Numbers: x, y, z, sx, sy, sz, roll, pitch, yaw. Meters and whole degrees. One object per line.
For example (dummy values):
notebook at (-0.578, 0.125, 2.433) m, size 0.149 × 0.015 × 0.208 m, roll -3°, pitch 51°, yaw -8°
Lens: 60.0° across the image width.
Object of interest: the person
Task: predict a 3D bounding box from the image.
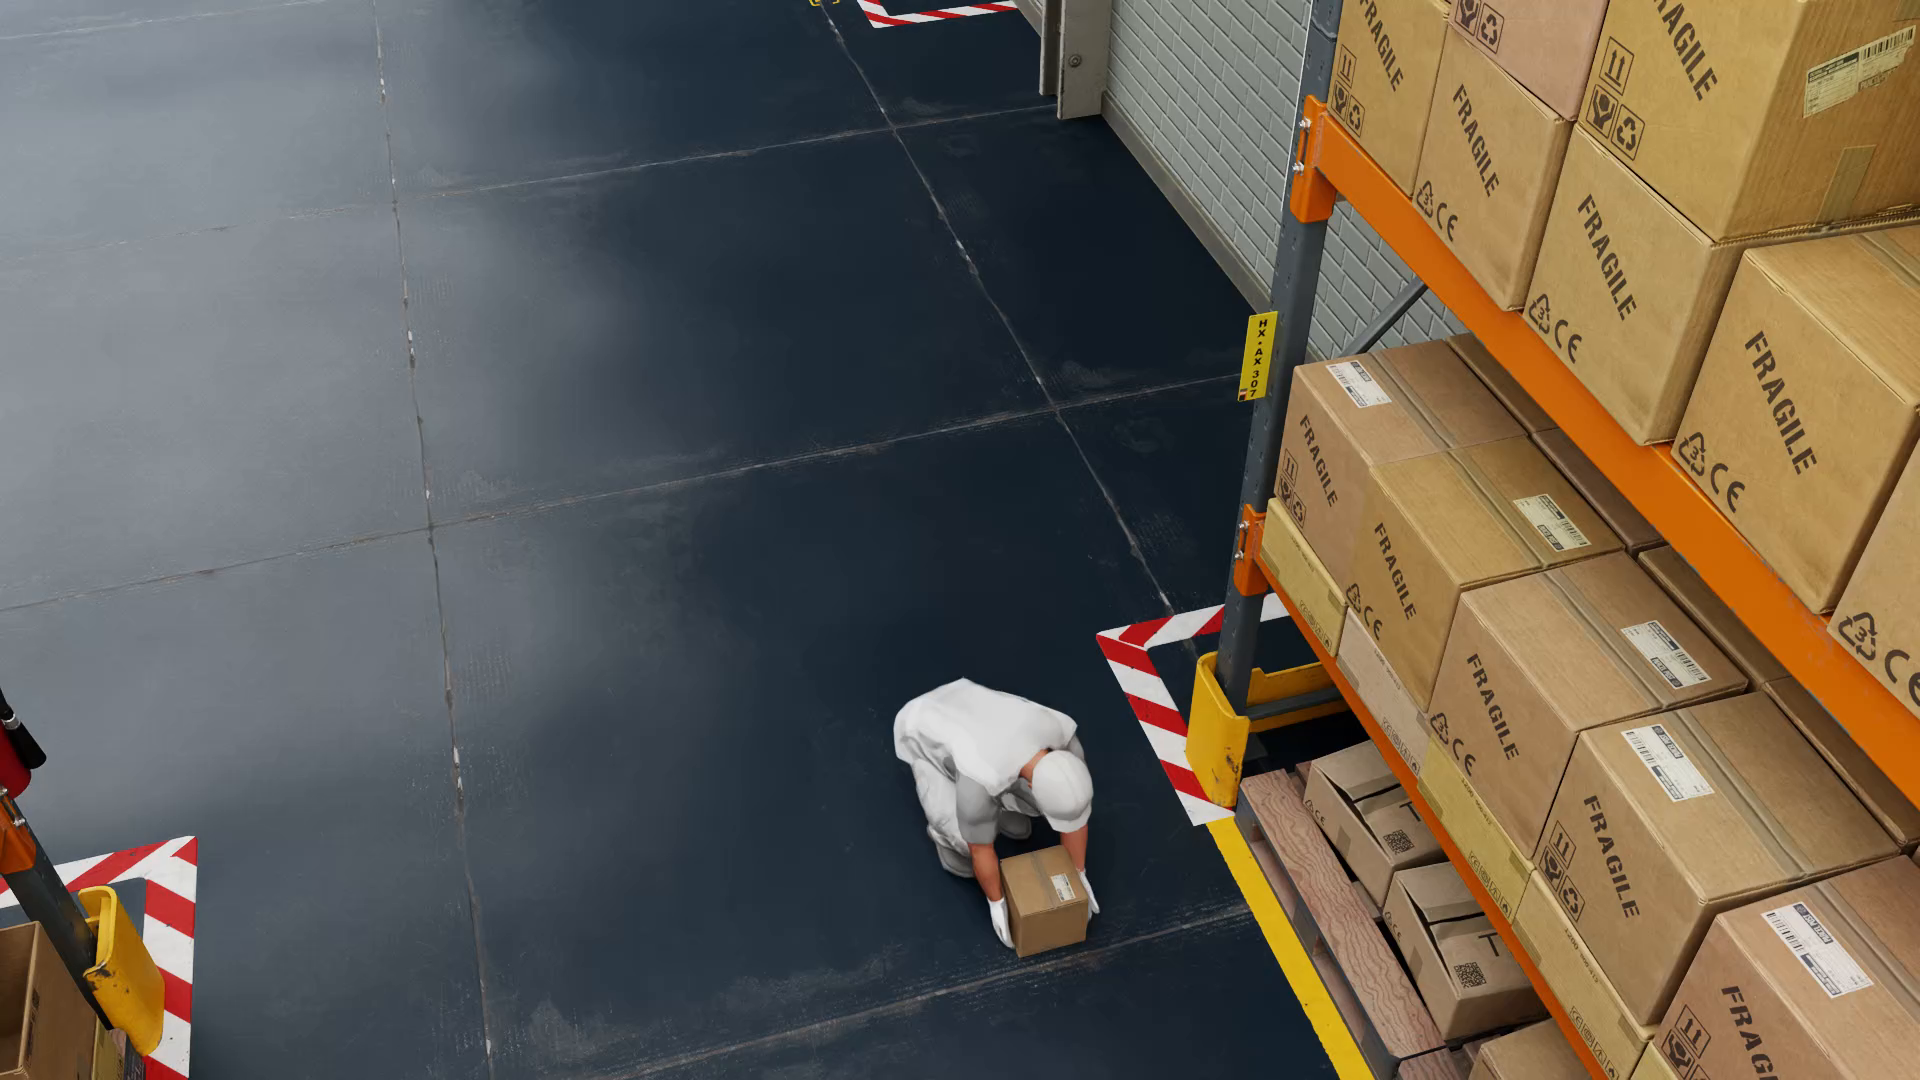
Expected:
person at (0.136, 0.877, 5.905) m, size 0.551 × 0.877 × 0.908 m, roll -22°, pitch 46°, yaw -22°
